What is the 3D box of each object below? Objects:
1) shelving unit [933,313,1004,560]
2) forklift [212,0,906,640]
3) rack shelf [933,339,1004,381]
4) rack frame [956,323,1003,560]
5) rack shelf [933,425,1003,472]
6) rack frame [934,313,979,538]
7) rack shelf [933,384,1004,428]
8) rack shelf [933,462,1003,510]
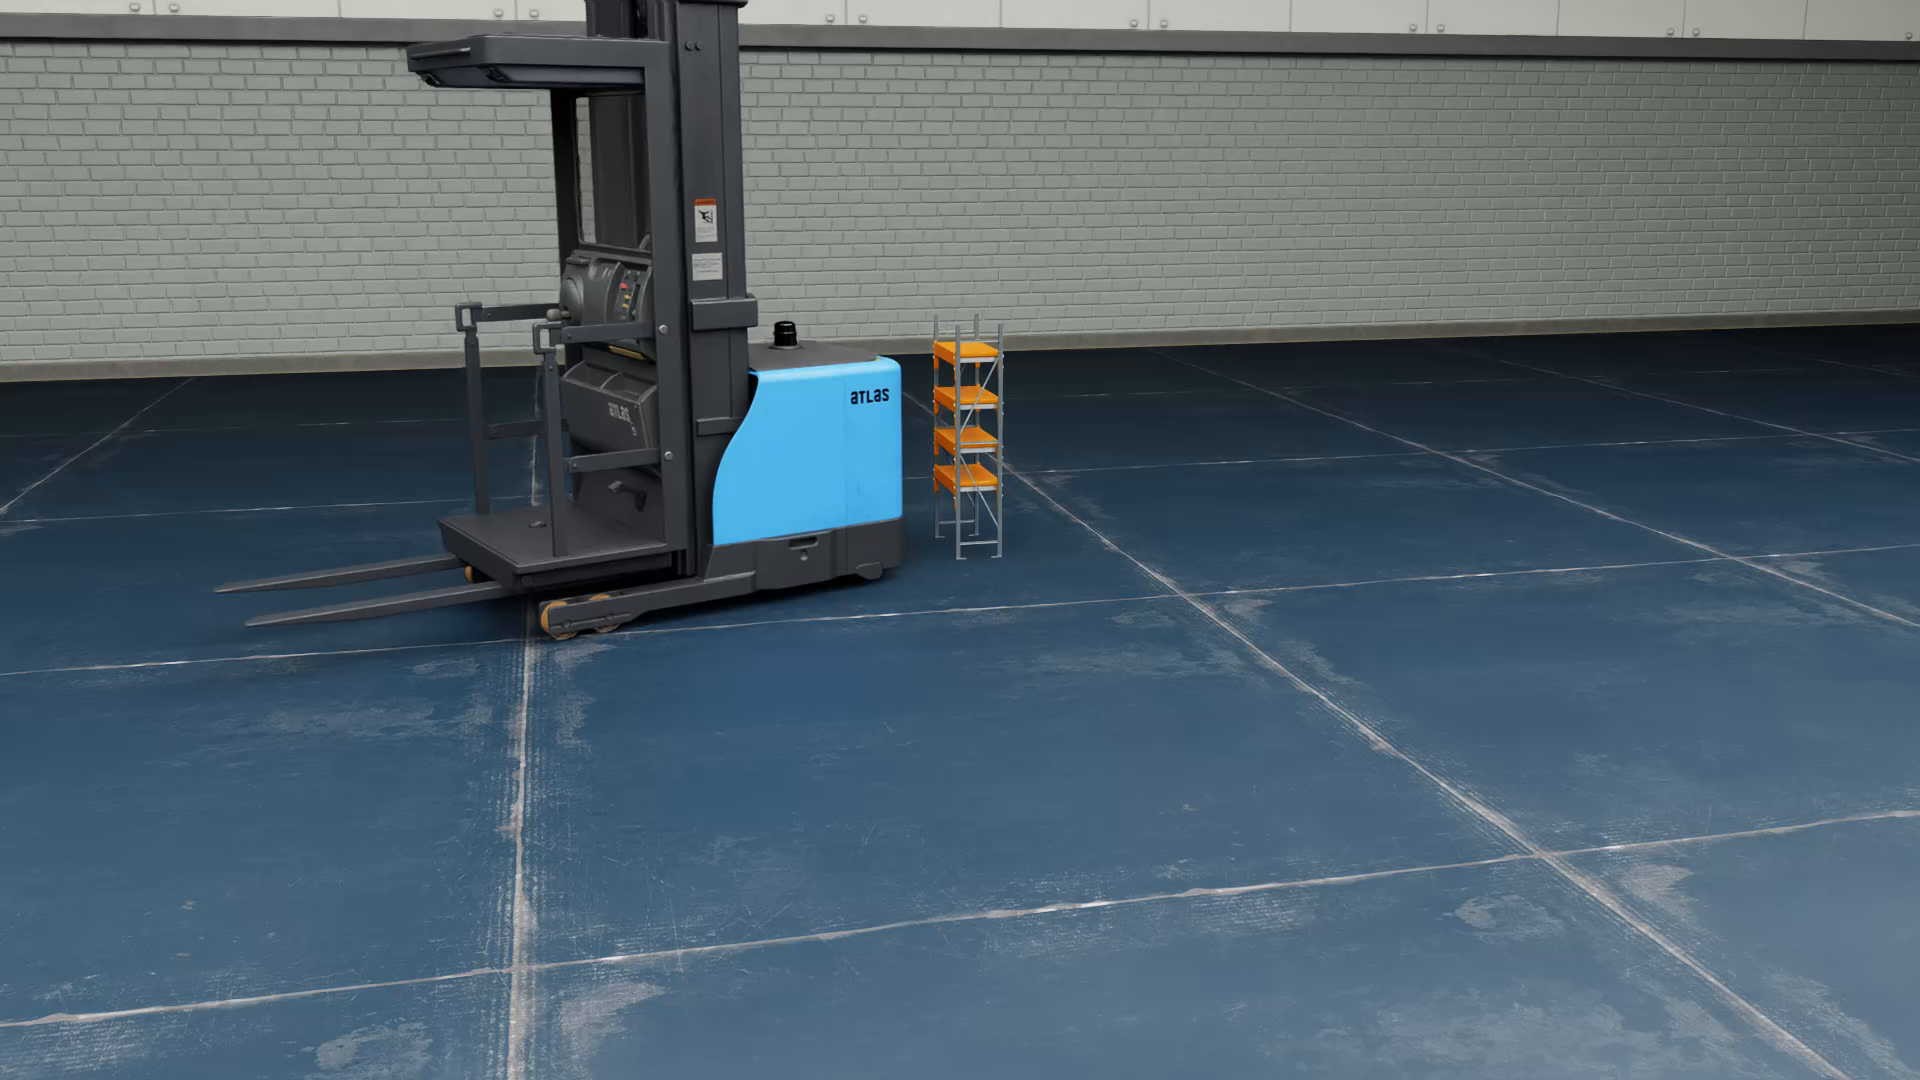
[{"bbox_3d":[0.039,-0.545,8.628,0.258,1.200,0.503,-3,14,-13],"label":"shelving unit"},{"bbox_3d":[-1.771,-1.136,7.400,3.031,2.935,1.130,-9,17,-33],"label":"forklift"},{"bbox_3d":[0.039,-0.926,8.535,0.258,0.148,0.480,-3,14,-13],"label":"rack shelf"},{"bbox_3d":[0.096,-0.488,8.398,0.240,1.200,0.015,-3,14,-13],"label":"rack frame"},{"bbox_3d":[0.039,-0.479,8.644,0.258,0.148,0.480,-3,14,-13],"label":"rack shelf"},{"bbox_3d":[-0.018,-0.601,8.859,0.240,1.200,0.015,-3,14,-13],"label":"rack frame"},{"bbox_3d":[0.039,-0.697,8.591,0.258,0.148,0.480,-3,14,-13],"label":"rack shelf"},{"bbox_3d":[0.039,-0.286,8.691,0.258,0.148,0.480,-3,14,-13],"label":"rack shelf"}]
